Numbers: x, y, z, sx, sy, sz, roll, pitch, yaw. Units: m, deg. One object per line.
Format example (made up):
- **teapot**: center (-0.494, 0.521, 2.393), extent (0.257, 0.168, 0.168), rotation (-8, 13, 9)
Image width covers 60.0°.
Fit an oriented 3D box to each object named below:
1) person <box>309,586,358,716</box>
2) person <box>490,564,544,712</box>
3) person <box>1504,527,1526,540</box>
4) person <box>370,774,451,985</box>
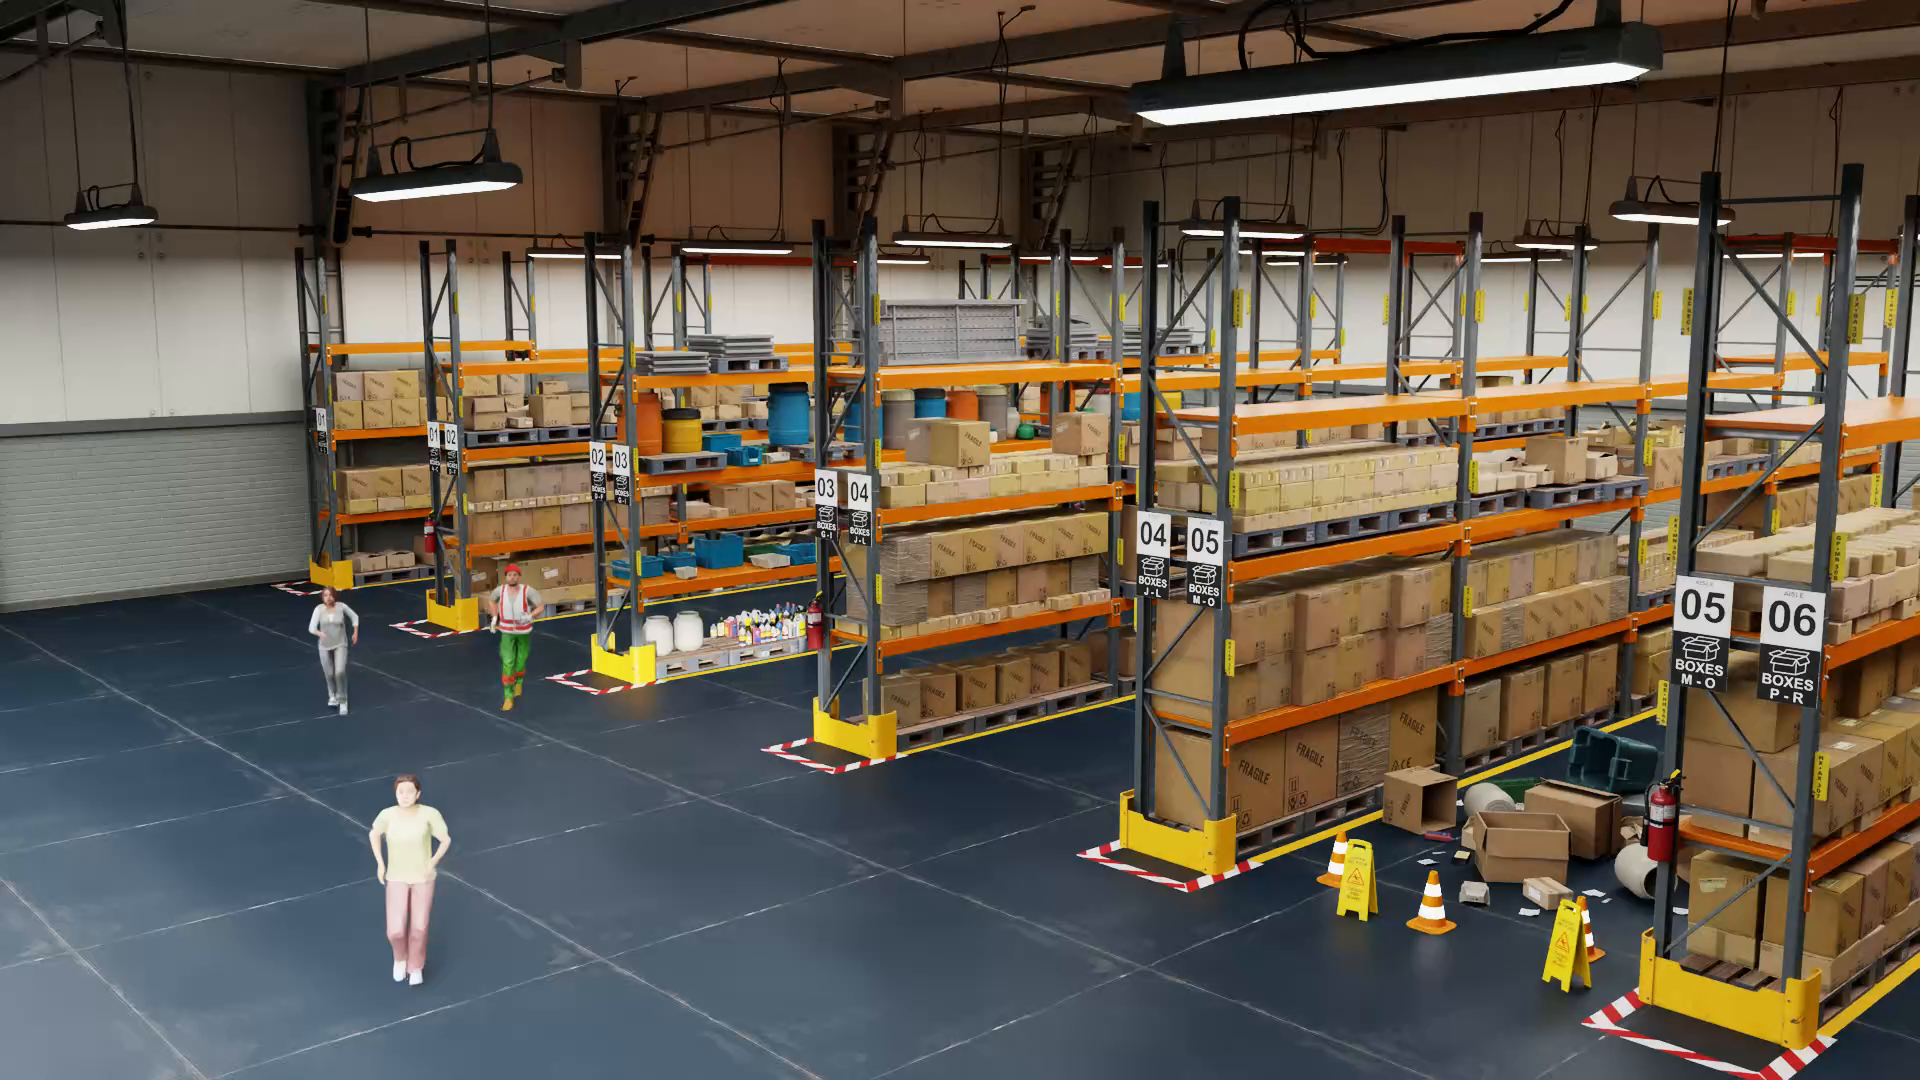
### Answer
- **person**: center (-7.764, 1.377, 20.639), extent (0.560, 1.656, 0.696), rotation (-2, 9, -14)
- **person**: center (-5.619, 1.196, 21.121), extent (0.663, 1.831, 0.847), rotation (-2, 9, -14)
- **person**: center (8.473, 0.590, 25.386), extent (0.694, 1.729, 0.653), rotation (7, 11, 39)
- **person**: center (-4.095, 2.548, 12.417), extent (0.587, 1.637, 0.549), rotation (-2, 9, -15)
